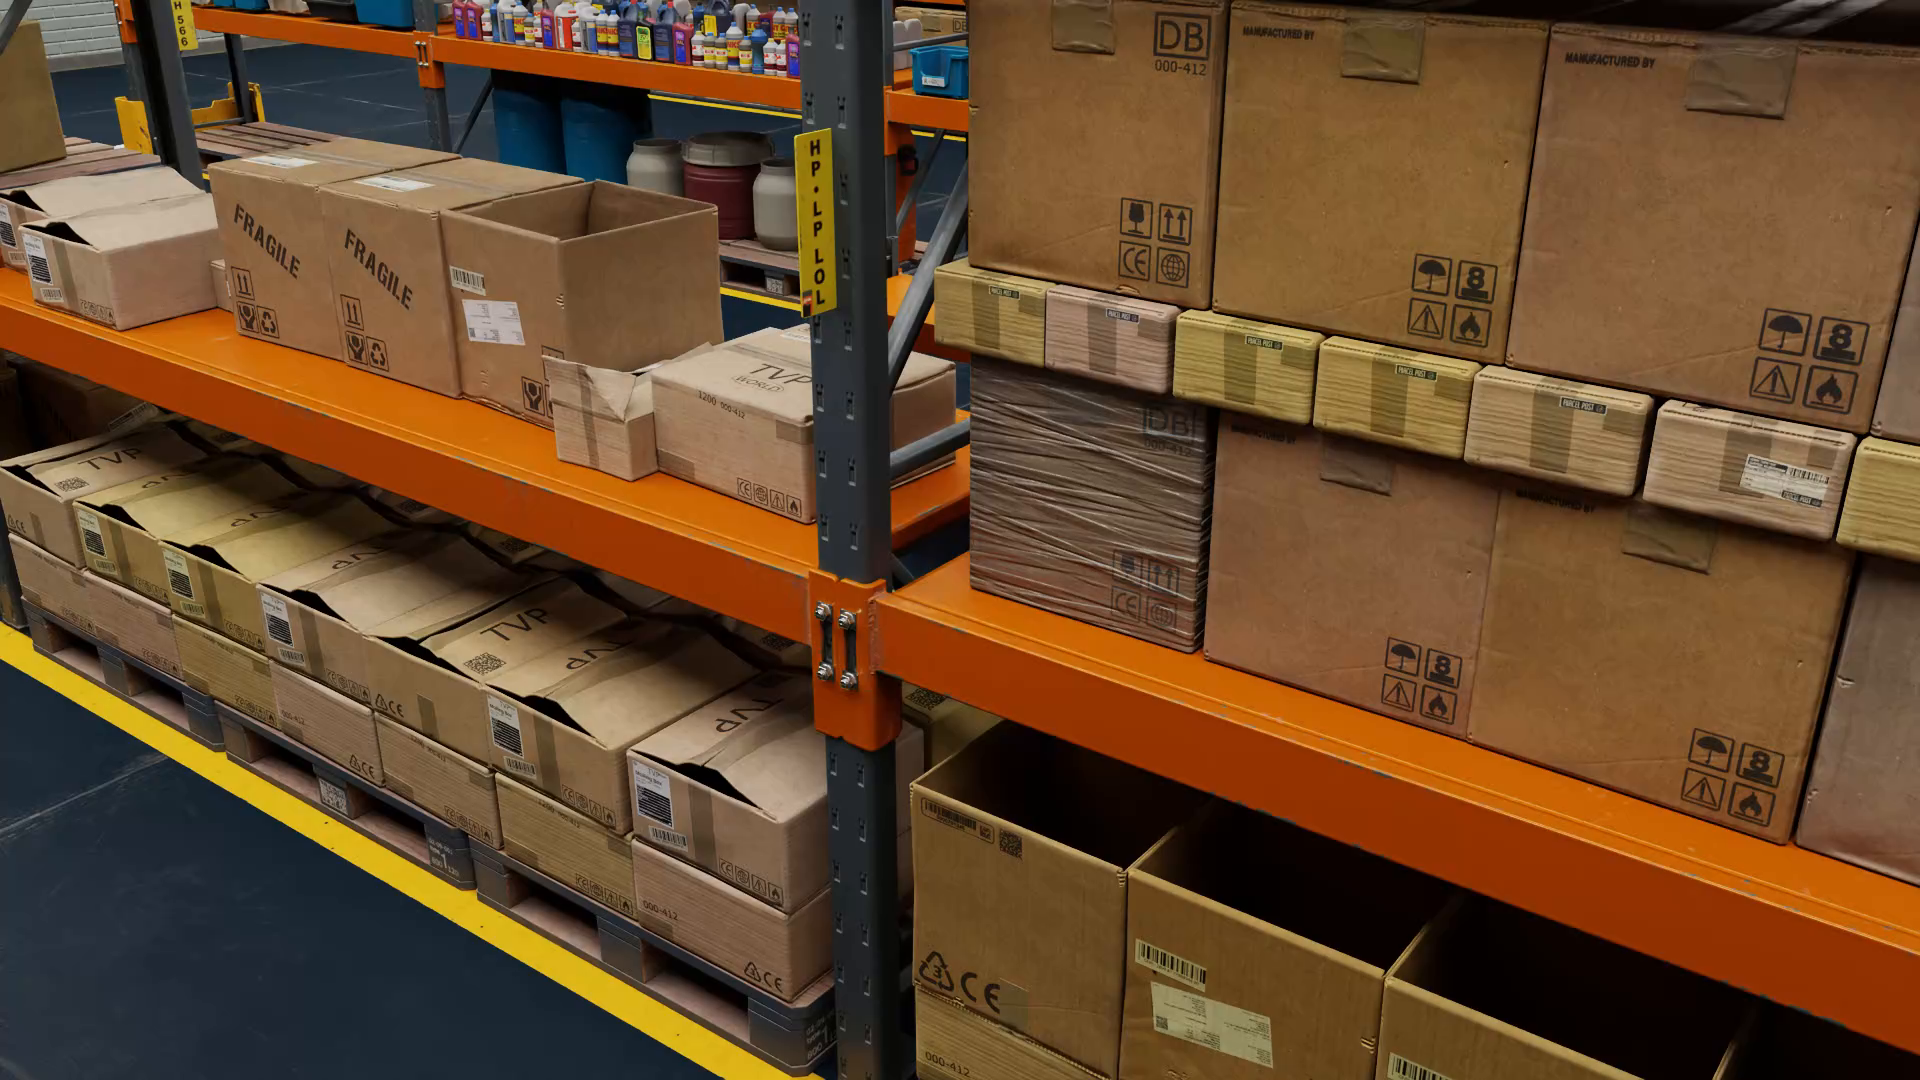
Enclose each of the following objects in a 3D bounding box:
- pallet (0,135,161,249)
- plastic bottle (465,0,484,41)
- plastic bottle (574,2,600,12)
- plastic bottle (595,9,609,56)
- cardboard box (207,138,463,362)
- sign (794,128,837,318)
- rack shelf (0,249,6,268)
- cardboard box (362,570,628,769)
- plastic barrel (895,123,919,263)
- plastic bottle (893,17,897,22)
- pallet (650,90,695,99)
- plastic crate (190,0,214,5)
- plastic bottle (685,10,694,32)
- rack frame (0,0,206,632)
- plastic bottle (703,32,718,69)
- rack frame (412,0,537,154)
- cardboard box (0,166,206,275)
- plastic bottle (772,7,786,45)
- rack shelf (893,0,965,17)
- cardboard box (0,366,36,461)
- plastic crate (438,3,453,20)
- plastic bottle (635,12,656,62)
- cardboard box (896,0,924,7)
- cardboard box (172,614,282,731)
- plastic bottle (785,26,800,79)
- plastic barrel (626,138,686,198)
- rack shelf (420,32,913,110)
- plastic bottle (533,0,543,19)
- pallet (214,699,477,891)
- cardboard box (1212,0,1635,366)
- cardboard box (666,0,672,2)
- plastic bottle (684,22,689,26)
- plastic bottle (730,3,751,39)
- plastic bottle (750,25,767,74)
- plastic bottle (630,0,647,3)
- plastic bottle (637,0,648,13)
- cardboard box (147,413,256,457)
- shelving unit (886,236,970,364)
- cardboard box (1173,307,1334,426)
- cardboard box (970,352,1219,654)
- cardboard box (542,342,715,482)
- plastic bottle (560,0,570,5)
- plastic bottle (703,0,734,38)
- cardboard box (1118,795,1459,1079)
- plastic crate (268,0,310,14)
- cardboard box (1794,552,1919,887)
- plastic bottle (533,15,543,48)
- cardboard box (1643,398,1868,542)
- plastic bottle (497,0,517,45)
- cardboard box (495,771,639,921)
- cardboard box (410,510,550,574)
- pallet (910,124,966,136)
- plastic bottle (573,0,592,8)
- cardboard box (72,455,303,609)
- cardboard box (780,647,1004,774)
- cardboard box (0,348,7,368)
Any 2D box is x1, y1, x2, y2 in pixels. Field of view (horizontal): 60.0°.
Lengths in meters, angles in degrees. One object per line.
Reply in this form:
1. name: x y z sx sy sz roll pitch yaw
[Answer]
1. pallet: -3.723 -1.270 6.149 1.003 0.211 1.213 17 29 33
2. plastic bottle: -3.221 -3.469 11.047 0.133 0.283 0.061 17 29 33
3. plastic bottle: -2.391 -3.314 10.705 0.135 0.276 0.152 17 29 33
4. plastic bottle: -2.220 -3.170 10.384 0.097 0.271 0.097 0 24 0
5. cardboard box: -1.786 -0.861 4.861 0.500 0.500 0.500 15 28 31
6. sign: -0.255 -0.565 2.974 0.005 0.325 0.100 17 29 33
7. rack shelf: -4.738 -1.370 7.032 4.000 0.370 1.077 17 29 33
8. cardboard box: -1.251 0.310 4.520 0.500 0.311 0.500 17 29 33
9. plastic barrel: -0.566 -2.125 10.024 0.708 0.830 0.600 17 29 33
10. plastic bottle: -0.393 -3.000 9.999 0.097 0.271 0.097 0 24 0
11. pallet: -2.909 -4.902 17.613 1.213 0.211 1.003 17 29 33
12. plastic crate: -5.816 -4.220 12.861 0.298 0.136 0.250 17 29 33
13. plastic bottle: -1.757 -3.381 10.949 0.097 0.201 0.097 0 24 0
14. rack frame: -3.138 -1.216 5.790 0.127 3.000 1.000 17 29 33
15. plastic bottle: -1.477 -2.913 9.888 0.097 0.201 0.097 0 24 0
16. rack frame: -3.365 -3.781 11.610 0.127 3.000 1.000 17 29 33
17. cardboard box: -2.873 -1.073 5.576 0.500 0.311 0.500 19 30 36
18. plastic bottle: -1.133 -3.224 10.506 0.097 0.271 0.097 0 24 0
19. rack shelf: 1.206 -4.566 14.284 4.000 0.370 1.077 17 29 33
20. cardboard box: -4.027 -0.424 6.546 0.500 0.500 0.500 18 30 35
21. plastic crate: -3.652 -3.846 12.011 0.243 0.136 0.396 17 29 33
22. plastic bottle: -1.913 -3.073 10.150 0.133 0.283 0.061 17 29 33
23. cardboard box: -0.875 -4.784 16.002 0.875 0.875 0.875 17 29 33
24. cardboard box: -2.073 0.316 5.201 0.500 0.250 0.500 16 28 32
25. plastic bottle: -0.929 -2.776 9.475 0.133 0.283 0.061 17 29 33
26. plastic barrel: -1.975 -2.361 10.952 0.421 0.512 0.421 0 24 0
27. rack shelf: -1.765 -2.968 10.658 4.000 0.370 1.077 17 29 33
28. plastic bottle: -2.916 -3.654 11.569 0.097 0.201 0.097 0 24 0
29. pallet: -1.531 0.567 5.202 1.213 0.211 1.003 17 29 33
30. cardboard box: 0.827 -0.661 2.797 0.500 0.500 0.700 17 29 33
31. cardboard box: -3.035 -5.437 17.483 0.875 0.875 0.875 17 29 33
32. plastic bottle: -1.720 -3.088 10.182 0.133 0.283 0.061 17 29 33
33. plastic bottle: -1.426 -3.301 10.675 0.135 0.276 0.152 17 29 33
34. plastic bottle: -1.166 -2.851 9.661 0.097 0.271 0.097 0 24 0
35. plastic bottle: -2.160 -3.523 11.178 0.135 0.276 0.152 17 29 33
36. plastic bottle: -2.112 -3.443 11.004 0.097 0.271 0.097 0 24 0
37. cardboard box: -2.571 -0.359 6.039 0.500 0.311 0.500 18 29 35
38. shelving unit: -0.005 -0.516 6.527 1.048 1.125 0.538 17 29 33
39. cardboard box: 0.570 -0.341 2.876 0.250 0.149 0.380 16 28 32
40. cardboard box: 0.422 -0.189 3.335 0.500 0.500 0.700 16 28 32
41. cardboard box: -0.751 -0.341 3.970 0.258 0.266 0.396 16 28 32
42. plastic bottle: -2.747 -3.679 11.627 0.097 0.201 0.097 0 24 0
43. plastic bottle: -1.535 -3.293 10.565 0.185 0.351 0.144 17 29 33
44. cardboard box: 0.651 0.806 3.161 0.500 0.500 0.500 17 29 33
45. plastic crate: -4.939 -4.011 12.387 0.466 0.136 0.293 17 29 33
46. cardboard box: 1.657 0.182 2.492 0.500 0.500 0.700 18 29 35
47. plastic bottle: -2.698 -3.282 10.726 0.097 0.201 0.097 0 24 0
48. cardboard box: 1.195 -0.154 2.450 0.250 0.149 0.380 16 28 32
49. plastic bottle: -2.930 -3.400 10.901 0.135 0.276 0.152 17 29 33
50. cardboard box: -0.847 0.688 4.358 0.500 0.250 0.500 16 29 33
51. cardboard box: -1.350 0.009 5.203 0.500 0.311 0.500 18 29 35
52. pallet: 0.268 -3.940 15.431 1.213 0.211 1.003 17 29 33
53. plastic bottle: -2.520 -3.595 11.250 0.185 0.351 0.144 17 29 33
54. cardboard box: -2.470 -0.061 5.362 0.500 0.311 0.500 16 28 32
55. cardboard box: -0.119 0.380 4.360 0.500 0.311 0.500 17 29 33
56. cardboard box: -4.075 -0.779 6.423 0.500 0.250 0.500 18 30 35
